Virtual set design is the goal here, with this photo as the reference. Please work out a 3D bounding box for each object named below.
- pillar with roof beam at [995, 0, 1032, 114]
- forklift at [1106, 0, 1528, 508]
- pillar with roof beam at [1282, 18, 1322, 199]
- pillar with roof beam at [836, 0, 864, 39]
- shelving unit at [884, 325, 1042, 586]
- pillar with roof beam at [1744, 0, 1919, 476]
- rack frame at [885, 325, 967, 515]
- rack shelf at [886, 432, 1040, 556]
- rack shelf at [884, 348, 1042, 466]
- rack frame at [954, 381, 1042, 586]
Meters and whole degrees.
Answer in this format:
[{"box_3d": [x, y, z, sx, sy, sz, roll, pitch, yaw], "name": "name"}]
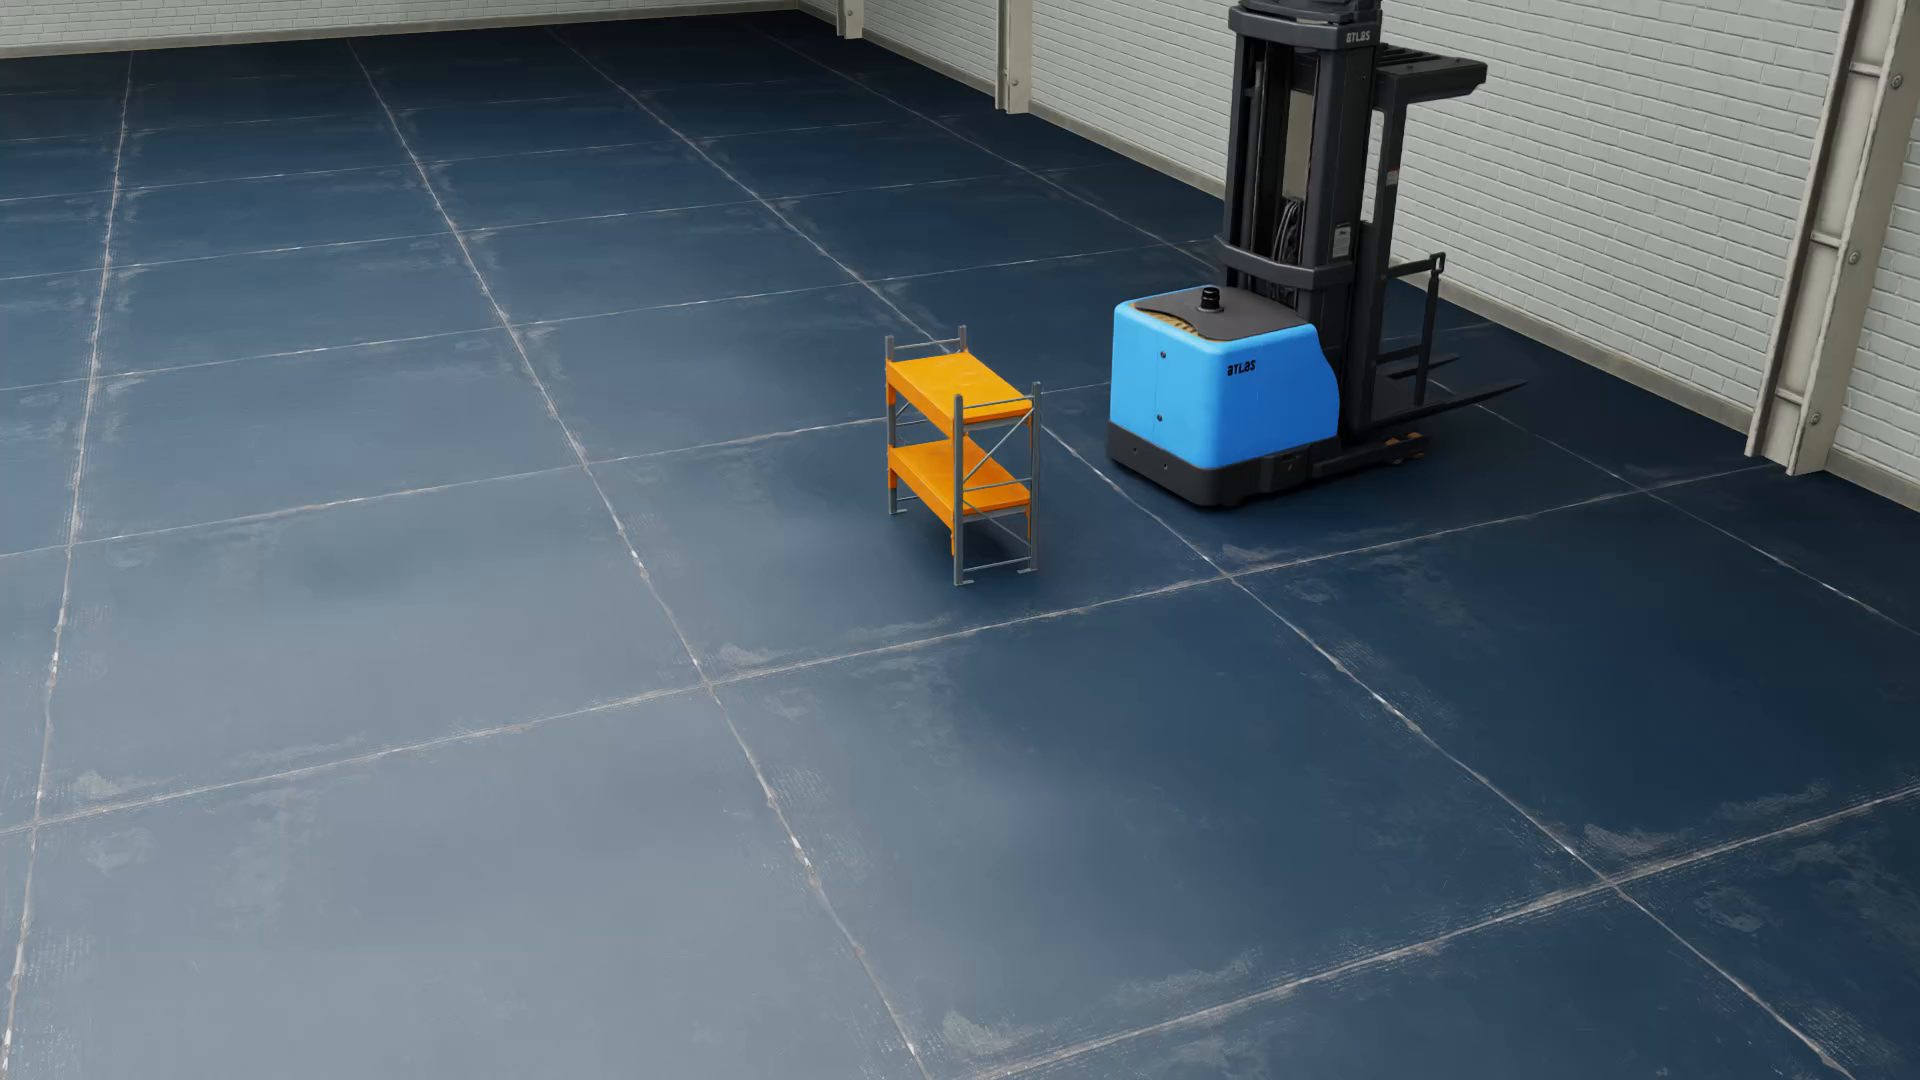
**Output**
[{"box_3d": [-3.302, -8.660, 17.231, 9.100, 9.000, 0.400, -11, 28, -21], "name": "pillar with roof beam"}, {"box_3d": [2.465, -1.985, 10.475, 3.031, 2.935, 1.130, -15, 30, -28], "name": "forklift"}, {"box_3d": [-0.952, -6.238, 12.270, 9.100, 9.000, 0.400, -11, 28, -21], "name": "pillar with roof beam"}, {"box_3d": [-5.651, -11.083, 22.192, 9.100, 9.000, 0.400, -11, 28, -21], "name": "pillar with roof beam"}, {"box_3d": [0.003, -0.503, 9.498, 0.538, 1.125, 1.048, -11, 28, -21], "name": "shelving unit"}, {"box_3d": [1.398, -3.816, 7.309, 9.100, 9.000, 0.400, -11, 28, -21], "name": "pillar with roof beam"}, {"box_3d": [-0.196, -0.708, 9.918, 0.500, 1.125, 0.032, -11, 28, -21], "name": "rack frame"}, {"box_3d": [0.003, -0.283, 9.605, 0.538, 0.278, 1.000, -11, 28, -21], "name": "rack shelf"}, {"box_3d": [0.003, -0.766, 9.369, 0.538, 0.278, 1.000, -11, 28, -21], "name": "rack shelf"}, {"box_3d": [0.202, -0.298, 9.077, 0.500, 1.125, 0.032, -11, 28, -21], "name": "rack frame"}]
